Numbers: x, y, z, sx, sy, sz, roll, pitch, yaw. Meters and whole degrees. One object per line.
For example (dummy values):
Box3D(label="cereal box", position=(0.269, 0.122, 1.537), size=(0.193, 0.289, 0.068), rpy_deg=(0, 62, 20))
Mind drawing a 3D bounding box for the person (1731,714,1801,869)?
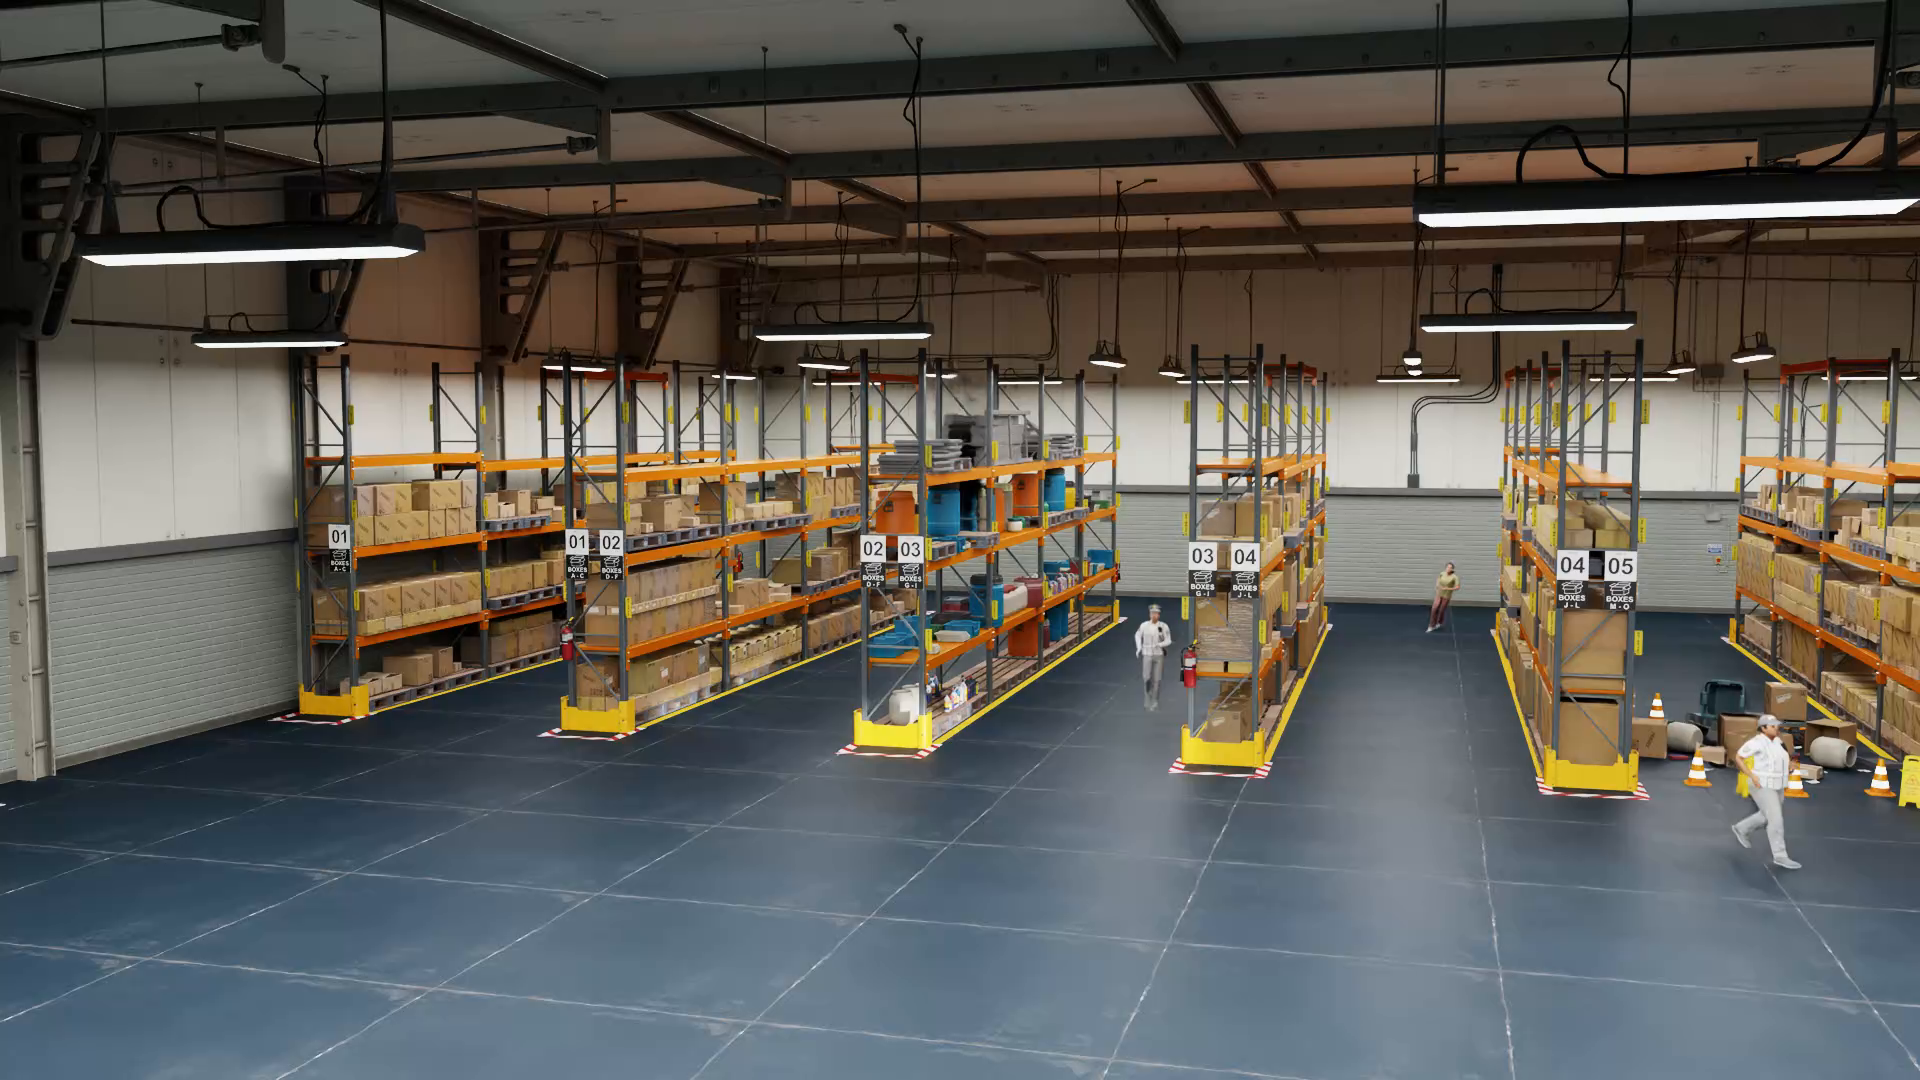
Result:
Box3D(label="person", position=(9.028, 2.768, 18.618), size=(0.613, 1.644, 0.929), rpy_deg=(-3, 5, -31))

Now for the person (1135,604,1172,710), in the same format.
Box3D(label="person", position=(3.091, 1.879, 26.653), size=(0.593, 1.702, 0.620), rpy_deg=(1, 4, 10))

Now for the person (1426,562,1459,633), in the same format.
Box3D(label="person", position=(11.242, 1.321, 38.484), size=(0.664, 1.638, 0.829), rpy_deg=(3, 5, 38))
